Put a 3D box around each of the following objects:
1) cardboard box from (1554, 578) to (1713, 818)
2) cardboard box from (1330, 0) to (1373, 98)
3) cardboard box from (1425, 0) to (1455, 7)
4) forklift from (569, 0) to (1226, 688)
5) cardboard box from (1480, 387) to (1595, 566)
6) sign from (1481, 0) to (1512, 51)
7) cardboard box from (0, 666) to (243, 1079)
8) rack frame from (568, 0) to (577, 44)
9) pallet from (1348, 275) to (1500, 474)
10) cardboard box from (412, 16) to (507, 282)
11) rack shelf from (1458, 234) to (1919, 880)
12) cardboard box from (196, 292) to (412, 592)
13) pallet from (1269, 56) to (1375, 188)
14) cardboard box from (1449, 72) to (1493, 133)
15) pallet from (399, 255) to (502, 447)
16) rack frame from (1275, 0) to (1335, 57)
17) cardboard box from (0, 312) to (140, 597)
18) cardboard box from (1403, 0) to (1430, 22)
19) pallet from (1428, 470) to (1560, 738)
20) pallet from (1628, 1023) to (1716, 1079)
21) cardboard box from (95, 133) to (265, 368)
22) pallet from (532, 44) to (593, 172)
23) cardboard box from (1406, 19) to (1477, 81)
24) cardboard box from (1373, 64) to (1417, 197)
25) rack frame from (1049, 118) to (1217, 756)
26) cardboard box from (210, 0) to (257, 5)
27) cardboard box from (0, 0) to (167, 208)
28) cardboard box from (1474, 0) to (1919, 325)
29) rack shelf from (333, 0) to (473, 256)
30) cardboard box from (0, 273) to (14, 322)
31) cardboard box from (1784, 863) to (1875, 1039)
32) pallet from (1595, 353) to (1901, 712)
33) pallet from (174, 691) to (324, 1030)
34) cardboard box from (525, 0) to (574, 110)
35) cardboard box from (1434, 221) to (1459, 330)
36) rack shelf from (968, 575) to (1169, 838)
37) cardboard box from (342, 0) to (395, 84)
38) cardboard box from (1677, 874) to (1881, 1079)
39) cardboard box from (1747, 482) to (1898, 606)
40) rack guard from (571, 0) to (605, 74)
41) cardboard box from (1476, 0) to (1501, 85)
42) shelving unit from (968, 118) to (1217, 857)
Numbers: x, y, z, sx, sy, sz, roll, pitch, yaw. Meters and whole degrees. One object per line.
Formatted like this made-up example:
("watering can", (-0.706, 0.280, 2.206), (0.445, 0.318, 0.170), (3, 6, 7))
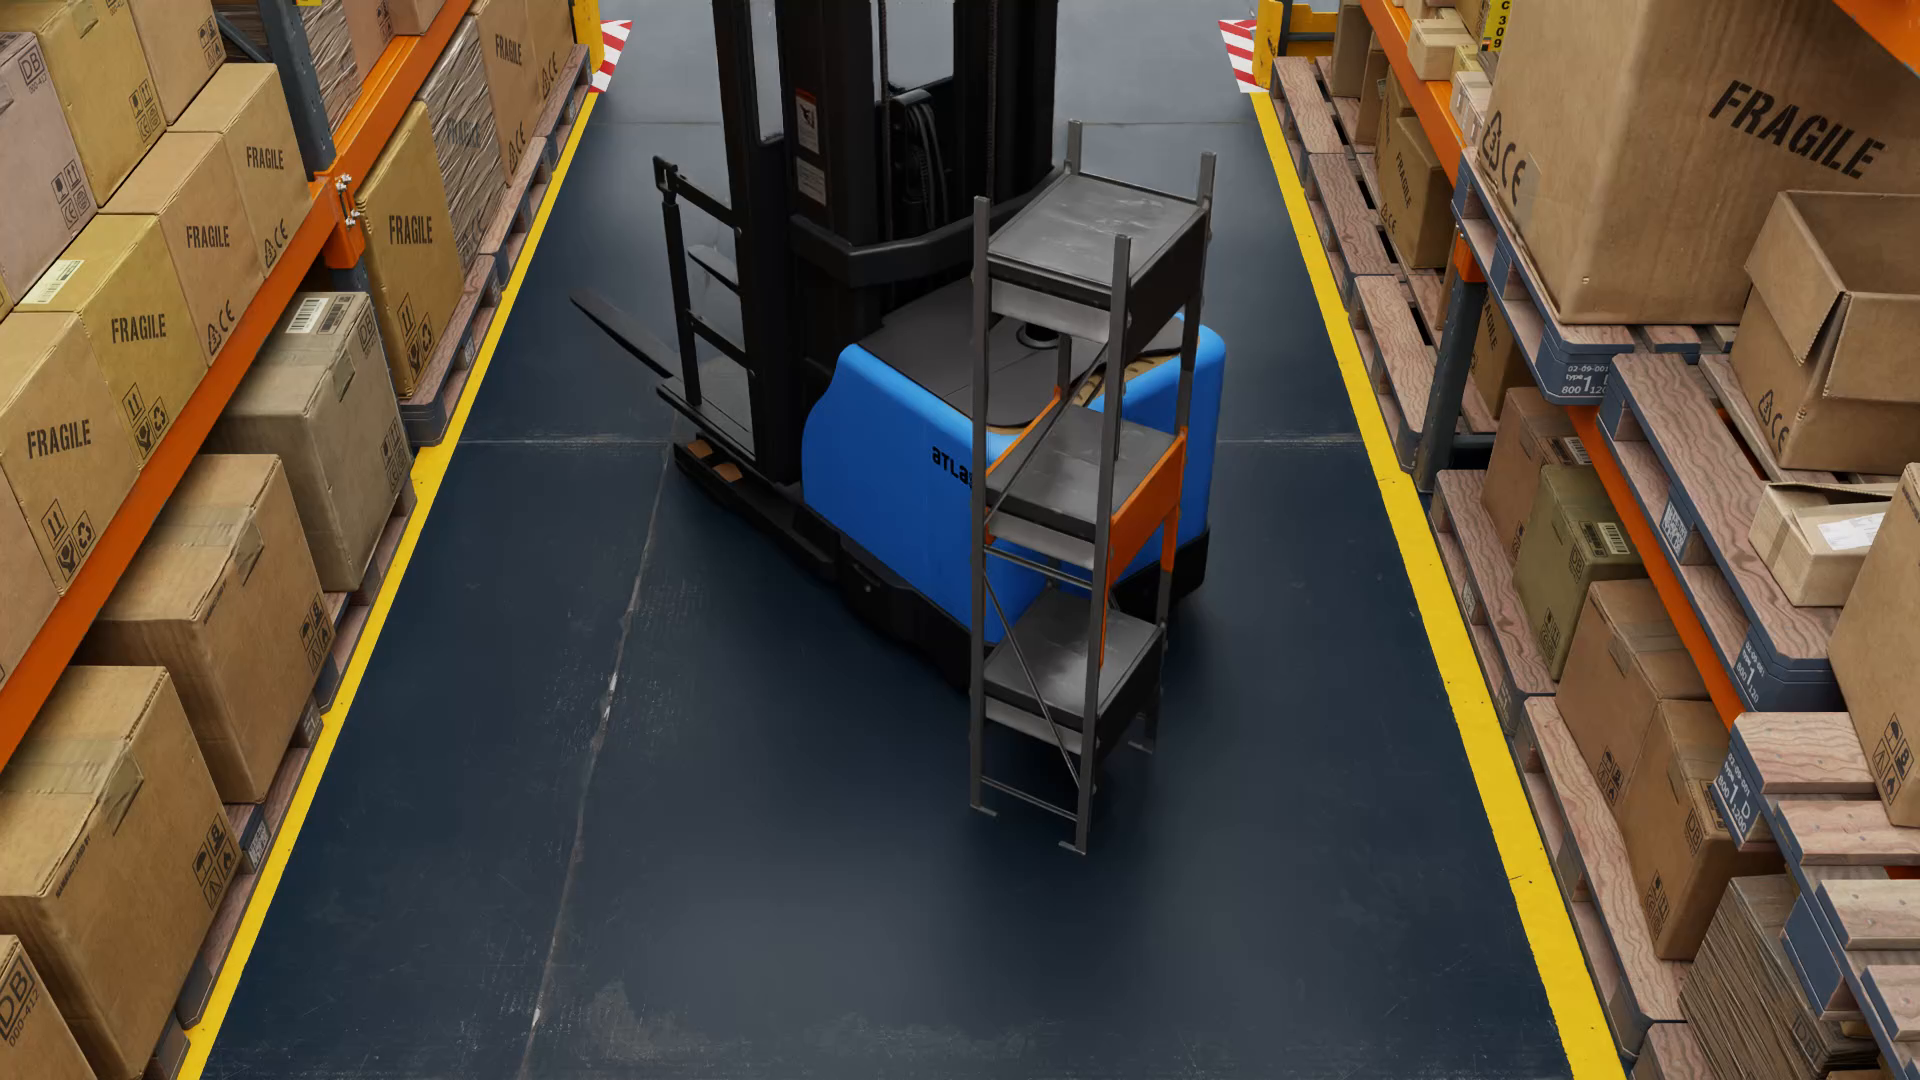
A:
("cardboard box", (2.246, 0.451, 4.935), (0.700, 0.500, 0.500), (-3, 39, -4))
("cardboard box", (2.264, -2.684, 8.864), (0.500, 0.500, 0.500), (7, 39, 8))
("cardboard box", (2.279, -2.447, 6.587), (0.875, 0.500, 0.500), (0, 39, 0))
("forklift", (-0.463, -1.461, 5.729), (1.130, 2.935, 3.031), (-28, 47, -31))
("cardboard box", (2.264, -0.197, 5.744), (0.700, 0.500, 0.500), (-3, 39, -4))
("sign", (1.742, -1.717, 5.302), (0.100, 0.325, 0.005), (0, 39, 0))
("cardboard box", (-2.586, 0.843, 4.262), (1.050, 0.750, 0.750), (1, 39, 1))
("rack frame", (-2.680, -3.946, 8.775), (1.000, 3.000, 0.127), (0, 39, 0))
("pallet", (2.248, -0.717, 6.975), (1.003, 0.211, 1.213), (0, 39, 0))
("cardboard box", (-2.611, -1.736, 7.381), (0.875, 0.875, 0.875), (0, 39, 0))
("rack shelf", (2.287, 0.147, 4.244), (1.077, 0.370, 4.000), (0, 39, 0))
("cardboard box", (-2.585, -0.342, 5.742), (1.050, 0.750, 0.750), (0, 39, 0))
("pallet", (2.245, -2.242, 8.879), (1.003, 0.211, 1.213), (0, 39, 0))
("cardboard box", (1.999, -1.577, 6.020), (0.380, 0.149, 0.250), (0, 39, 0))
("pallet", (-2.598, -0.832, 7.119), (1.003, 0.211, 1.213), (0, 39, 0))
("rack frame", (2.280, -3.886, 8.701), (1.000, 3.000, 0.127), (0, 39, 0))
("cardboard box", (-2.404, -0.208, 4.031), (0.500, 0.500, 0.500), (0, 39, -1))
("cardboard box", (2.038, -2.203, 6.801), (0.380, 0.149, 0.250), (0, 39, 0))
("pallet", (2.287, 0.190, 5.844), (1.003, 0.211, 1.213), (0, 39, 0))
("pallet", (2.290, 1.716, 3.940), (1.003, 0.211, 1.213), (0, 39, 0))
("cardboard box", (-2.407, -0.841, 4.821), (0.500, 0.500, 0.500), (0, 39, -1))
("pallet", (-2.601, -2.358, 9.023), (1.003, 0.211, 1.213), (0, 39, 0))
("cardboard box", (1.947, -1.890, 6.411), (0.380, 0.149, 0.250), (0, 39, 0))
("cardboard box", (2.280, -1.919, 7.909), (0.500, 0.500, 0.500), (3, 39, 4))
("rack frame", (0.452, -0.187, 4.805), (0.400, 2.100, 0.015), (20, 43, 23))
("cardboard box", (-2.642, -2.155, 5.557), (0.875, 0.550, 0.550), (0, 39, 0))
("cardboard box", (-2.667, -1.241, 4.521), (0.700, 0.500, 0.500), (-1, 39, -1))
("cardboard box", (2.145, -1.286, 4.640), (1.000, 1.000, 1.000), (0, 39, 0))
("rack shelf", (-2.678, -2.414, 7.439), (1.077, 0.370, 4.000), (0, 39, 0))
("cardboard box", (-2.667, -0.610, 3.733), (0.700, 0.500, 0.500), (0, 39, 0))
("cardboard box", (2.247, 0.877, 3.804), (0.500, 0.250, 0.500), (4, 39, 5))
("pallet", (2.246, -0.046, 4.063), (1.003, 0.211, 1.213), (0, 39, 0))
("pallet", (-2.595, 0.891, 4.969), (1.003, 0.211, 1.213), (0, 39, 0))
("cardboard box", (-2.614, -2.857, 8.779), (0.875, 0.875, 0.875), (0, 39, 0))
("cardboard box", (2.316, -1.182, 6.989), (0.500, 0.500, 0.500), (12, 40, 14))
("rack shelf", (0.331, 0.502, 5.086), (0.431, 0.518, 0.480), (20, 43, 23))
("cardboard box", (-2.711, -2.078, 6.324), (0.875, 0.550, 0.550), (0, 39, 0))
("cardboard box", (2.255, 1.155, 4.058), (0.700, 0.500, 0.500), (-3, 39, -4))
("cardboard box", (2.017, -0.037, 3.670), (0.396, 0.266, 0.258), (-1, 39, -1))
("rack guard", (-2.680, -2.985, 9.576), (1.175, 0.500, 0.348), (0, 39, 0))
("cardboard box", (2.346, -1.821, 5.806), (0.875, 0.500, 0.500), (0, 39, 0))
("shelving unit", (0.331, -0.055, 4.640), (0.431, 2.100, 0.503), (20, 43, 23))
